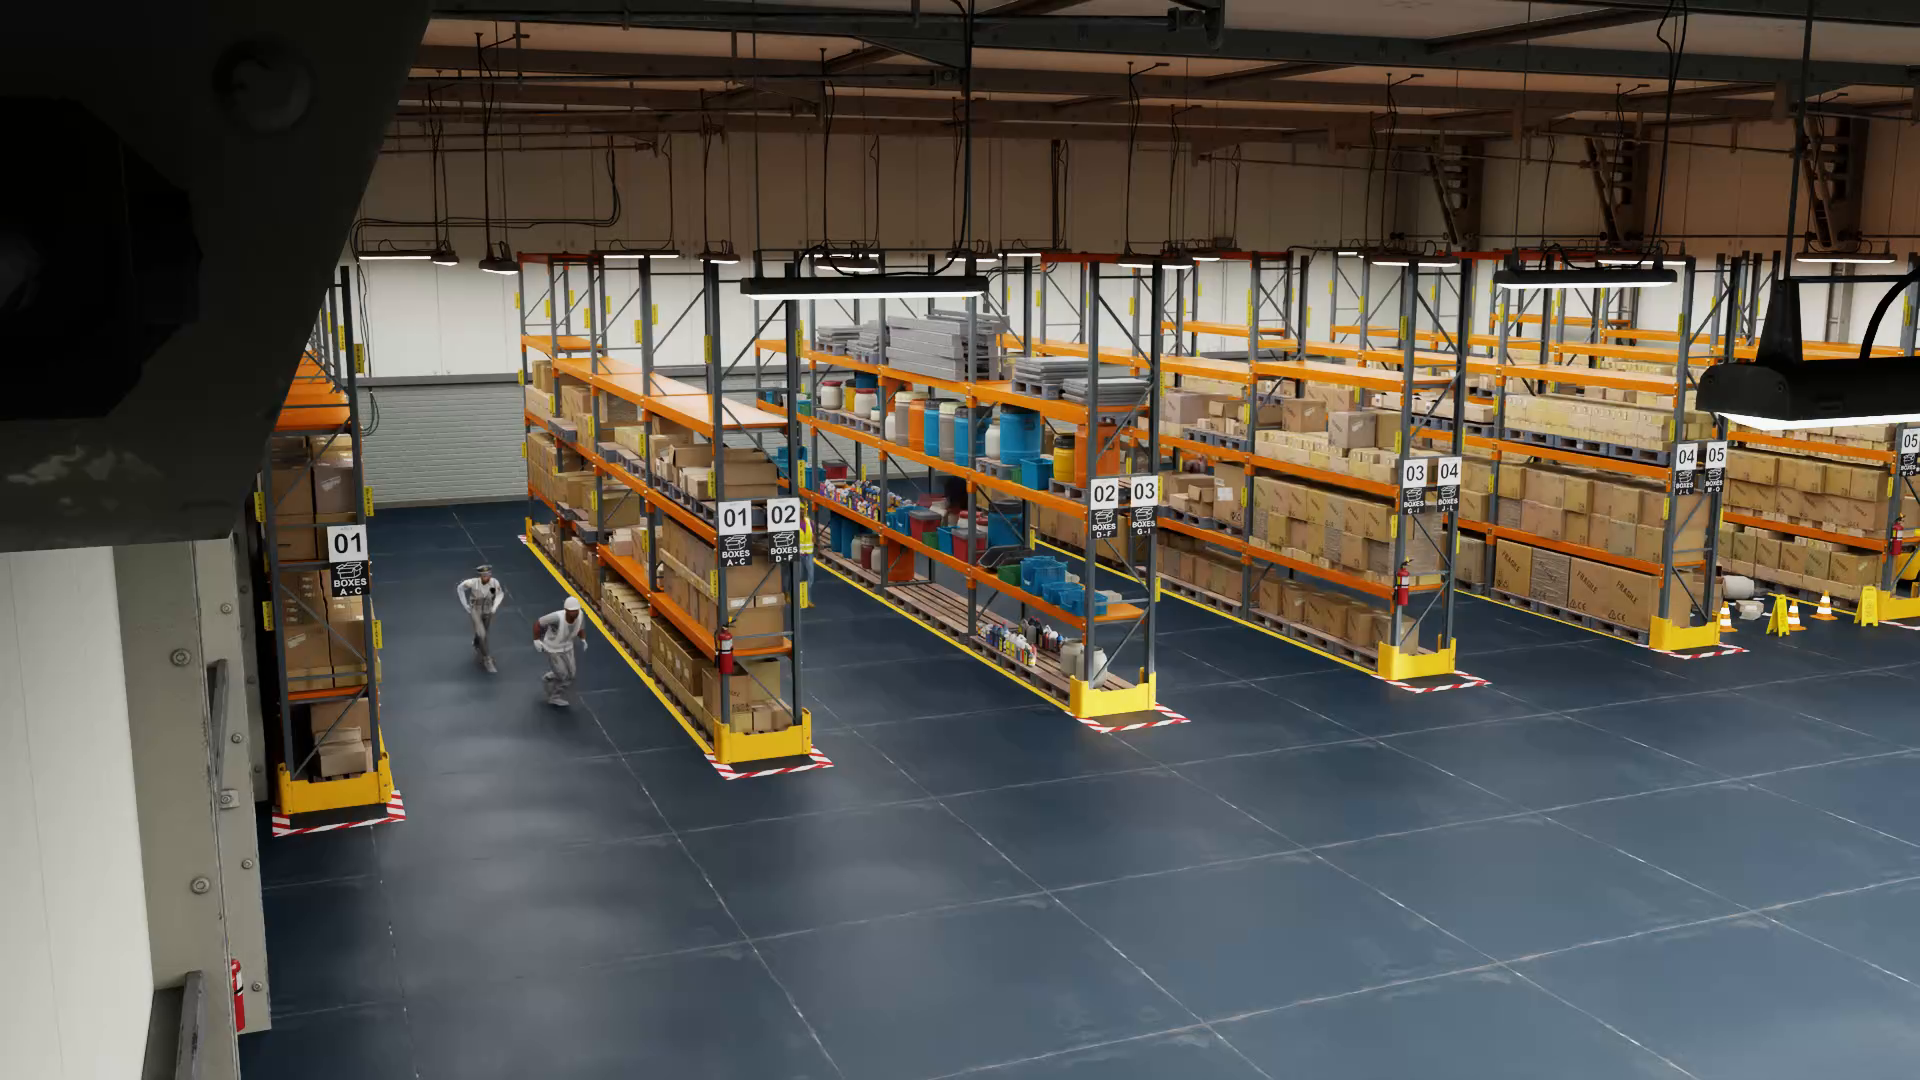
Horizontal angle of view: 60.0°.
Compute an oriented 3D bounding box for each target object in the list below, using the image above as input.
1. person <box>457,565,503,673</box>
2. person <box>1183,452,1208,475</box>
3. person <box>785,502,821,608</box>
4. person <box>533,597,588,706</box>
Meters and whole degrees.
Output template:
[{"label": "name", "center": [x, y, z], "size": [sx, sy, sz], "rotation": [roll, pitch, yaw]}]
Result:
[{"label": "person", "center": [-7.117, 1.115, 24.652], "size": [0.655, 1.628, 0.980], "rotation": [-5, 12, -28]}, {"label": "person", "center": [5.149, -1.131, 36.324], "size": [0.734, 1.773, 1.069], "rotation": [-5, 12, -26]}, {"label": "person", "center": [-2.604, 0.238, 27.328], "size": [0.714, 1.751, 0.698], "rotation": [-7, 13, -34]}, {"label": "person", "center": [-5.399, 1.509, 22.435], "size": [0.871, 1.583, 0.710], "rotation": [9, 14, 41]}]
